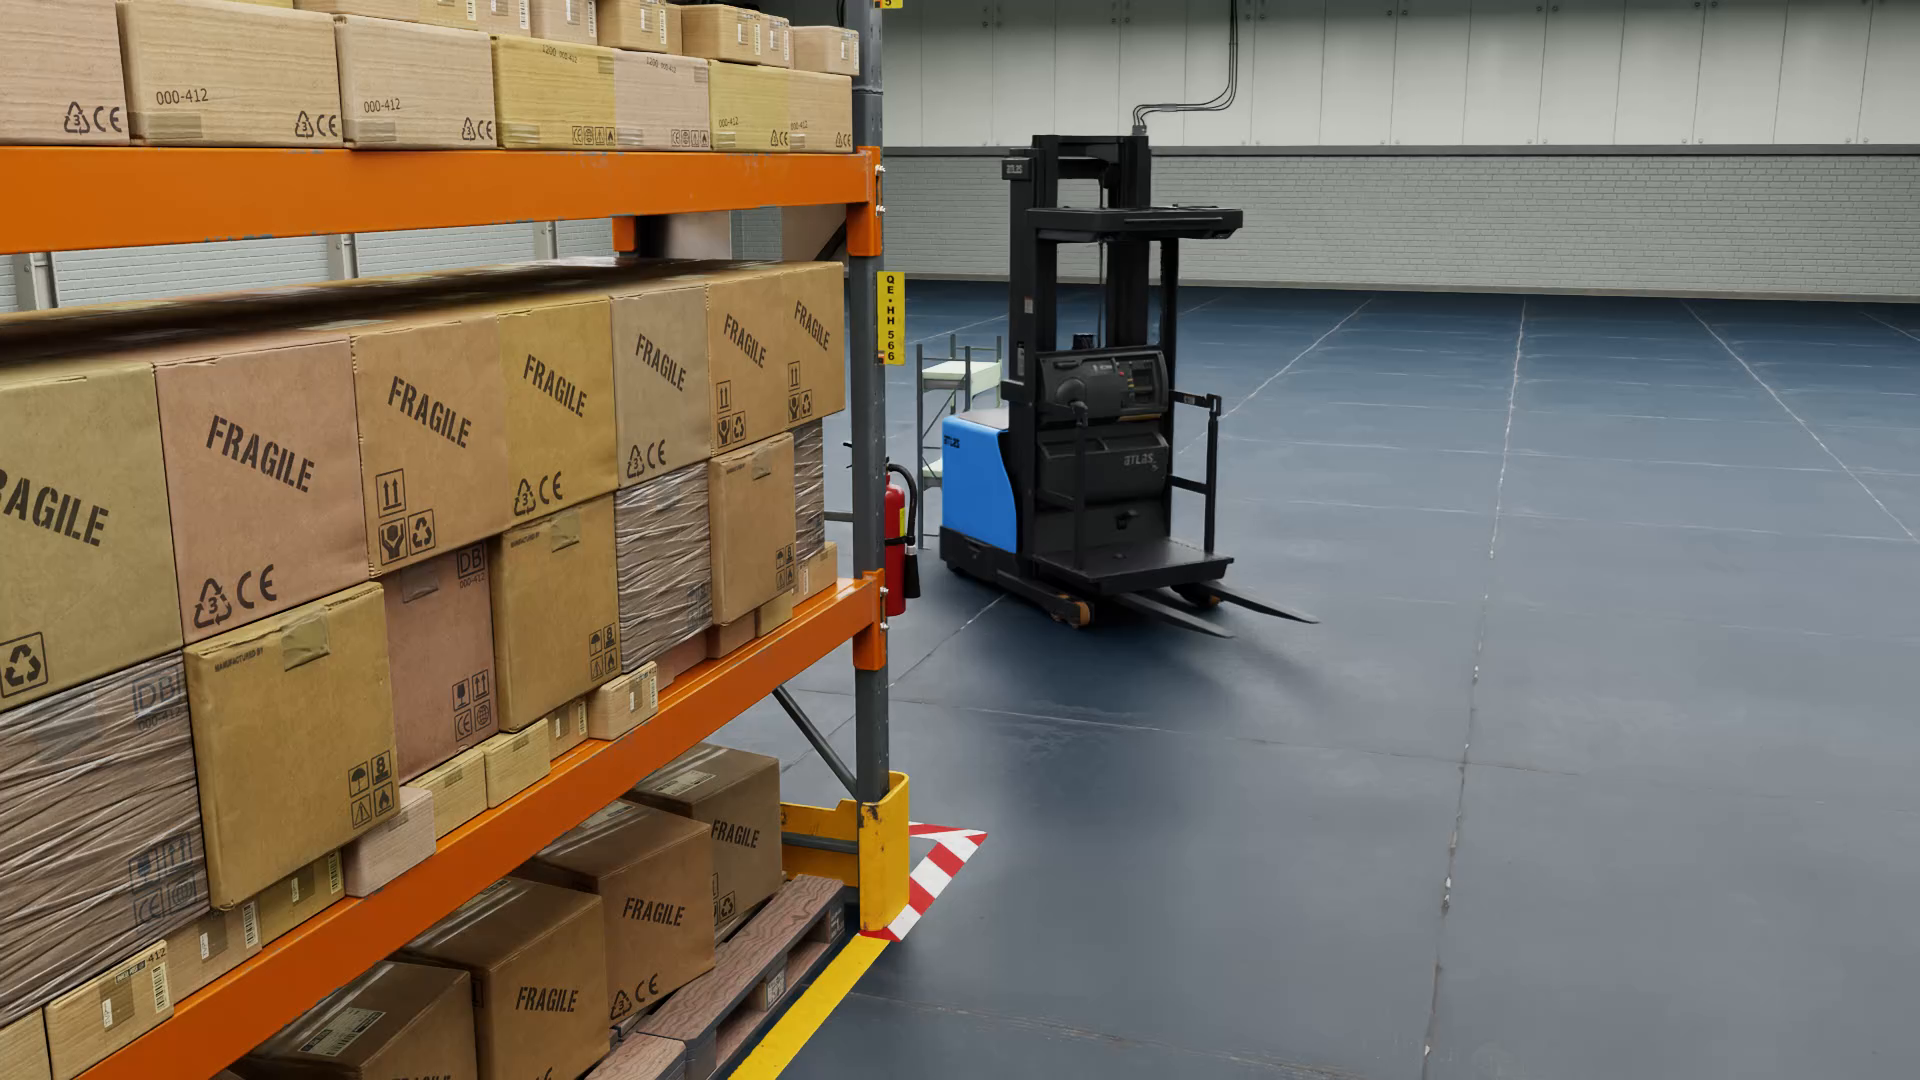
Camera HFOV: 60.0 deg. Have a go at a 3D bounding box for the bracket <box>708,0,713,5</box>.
[{"bbox_3d":[-5.737,-12.152,37.417,0.235,0.232,0.430,4,14,18],"label":"bracket"}]

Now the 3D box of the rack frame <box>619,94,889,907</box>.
[{"bbox_3d":[-0.761,-0.106,6.210,1.000,3.000,0.127,4,14,18],"label":"rack frame"}]

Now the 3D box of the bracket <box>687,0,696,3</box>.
[{"bbox_3d":[-6.006,-11.977,36.652,0.235,0.232,0.430,4,14,18],"label":"bracket"}]

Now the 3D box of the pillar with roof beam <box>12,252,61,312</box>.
[{"bbox_3d":[-7.958,-6.235,19.584,9.100,9.000,0.400,4,14,18],"label":"pillar with roof beam"}]

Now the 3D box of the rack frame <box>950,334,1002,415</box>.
[{"bbox_3d":[0.121,-0.810,12.665,0.400,1.500,0.023,4,14,18],"label":"rack frame"}]

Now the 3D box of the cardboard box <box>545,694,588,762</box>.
[{"bbox_3d":[-1.190,0.463,4.284,0.380,0.149,0.250,4,14,18],"label":"cardboard box"}]

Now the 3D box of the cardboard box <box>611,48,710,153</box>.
[{"bbox_3d":[-1.009,-1.162,4.436,0.500,0.250,0.500,5,14,20],"label":"cardboard box"}]

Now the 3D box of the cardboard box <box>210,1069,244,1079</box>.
[{"bbox_3d":[-1.710,1.548,3.638,0.500,0.500,0.500,10,16,36],"label":"cardboard box"}]

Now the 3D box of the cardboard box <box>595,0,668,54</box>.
[{"bbox_3d":[-0.983,-1.335,4.296,0.380,0.149,0.250,4,13,16],"label":"cardboard box"}]

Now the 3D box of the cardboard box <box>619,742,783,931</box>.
[{"bbox_3d":[-0.979,1.039,5.870,0.500,0.500,0.500,7,15,29],"label":"cardboard box"}]

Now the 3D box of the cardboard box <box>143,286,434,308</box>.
[{"bbox_3d":[-1.682,-0.375,4.249,0.500,0.500,0.500,4,14,18],"label":"cardboard box"}]

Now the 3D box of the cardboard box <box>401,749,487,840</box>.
[{"bbox_3d":[-1.320,0.570,3.812,0.380,0.149,0.250,4,14,18],"label":"cardboard box"}]

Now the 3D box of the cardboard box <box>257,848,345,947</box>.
[{"bbox_3d":[-1.481,0.676,3.351,0.380,0.149,0.250,4,14,18],"label":"cardboard box"}]

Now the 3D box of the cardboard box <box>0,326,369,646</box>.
[{"bbox_3d":[-1.509,-0.126,3.161,0.500,0.500,0.500,4,14,18],"label":"cardboard box"}]

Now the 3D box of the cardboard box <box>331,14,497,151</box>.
[{"bbox_3d":[-1.330,-0.945,3.482,0.500,0.250,0.500,4,13,16],"label":"cardboard box"}]

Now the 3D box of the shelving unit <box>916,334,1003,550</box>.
[{"bbox_3d":[0.002,-0.733,12.327,0.431,1.500,0.755,4,14,18],"label":"shelving unit"}]

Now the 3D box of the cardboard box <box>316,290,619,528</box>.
[{"bbox_3d":[-1.195,-0.338,4.087,0.500,0.500,0.500,4,14,18],"label":"cardboard box"}]

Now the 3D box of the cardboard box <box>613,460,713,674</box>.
[{"bbox_3d":[-1.216,0.031,4.720,0.875,0.500,0.500,4,14,18],"label":"cardboard box"}]

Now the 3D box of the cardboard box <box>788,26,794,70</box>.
[{"bbox_3d":[-0.751,-1.562,5.291,0.380,0.149,0.250,4,13,17],"label":"cardboard box"}]

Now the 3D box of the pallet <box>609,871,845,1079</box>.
[{"bbox_3d":[-1.082,1.438,5.712,1.003,0.211,1.213,4,14,18],"label":"pallet"}]

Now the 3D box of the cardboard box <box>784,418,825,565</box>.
[{"bbox_3d":[-0.965,-0.186,5.667,0.875,0.500,0.500,4,14,18],"label":"cardboard box"}]

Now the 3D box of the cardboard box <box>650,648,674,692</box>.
[{"bbox_3d":[-1.047,0.356,4.751,0.380,0.149,0.250,4,14,18],"label":"cardboard box"}]

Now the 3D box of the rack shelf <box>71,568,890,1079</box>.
[{"bbox_3d":[-1.408,0.666,4.445,1.077,0.370,4.000,4,14,18],"label":"rack shelf"}]

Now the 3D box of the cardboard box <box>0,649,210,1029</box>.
[{"bbox_3d":[-1.851,0.453,2.871,0.875,0.500,0.500,4,14,18],"label":"cardboard box"}]

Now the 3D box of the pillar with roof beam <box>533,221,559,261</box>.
[{"bbox_3d":[-4.075,-8.762,30.654,9.100,9.000,0.400,4,14,18],"label":"pillar with roof beam"}]

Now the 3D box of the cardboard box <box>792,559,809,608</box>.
[{"bbox_3d":[-0.739,0.144,5.679,0.380,0.149,0.250,4,14,18],"label":"cardboard box"}]

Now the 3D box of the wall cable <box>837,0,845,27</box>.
[{"bbox_3d":[-1.443,-11.614,38.778,3.097,2.526,0.112,4,14,18],"label":"wall cable"}]

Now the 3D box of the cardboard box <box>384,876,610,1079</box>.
[{"bbox_3d":[-1.360,1.297,4.737,0.500,0.500,0.500,6,14,24],"label":"cardboard box"}]

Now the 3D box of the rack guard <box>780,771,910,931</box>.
[{"bbox_3d":[-0.785,1.129,6.418,1.175,0.500,0.348,4,14,18],"label":"rack guard"}]

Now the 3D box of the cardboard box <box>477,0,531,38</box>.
[{"bbox_3d":[-1.221,-1.227,3.824,0.380,0.149,0.250,5,14,20],"label":"cardboard box"}]

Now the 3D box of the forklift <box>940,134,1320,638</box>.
[{"bbox_3d":[1.020,-1.006,10.310,1.130,2.935,3.031,-7,15,-29],"label":"forklift"}]

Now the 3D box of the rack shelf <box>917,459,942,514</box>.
[{"bbox_3d":[0.002,-0.415,12.400,0.431,0.370,0.720,4,14,18],"label":"rack shelf"}]

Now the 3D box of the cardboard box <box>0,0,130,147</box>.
[{"bbox_3d":[-1.667,-0.729,2.537,0.500,0.250,0.500,4,13,16],"label":"cardboard box"}]

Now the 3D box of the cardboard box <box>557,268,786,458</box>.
[{"bbox_3d":[-0.861,-0.548,5.006,0.500,0.500,0.500,4,14,18],"label":"cardboard box"}]

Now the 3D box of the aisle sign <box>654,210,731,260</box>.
[{"bbox_3d":[-1.025,-1.408,6.072,0.394,0.787,0.004,4,14,18],"label":"aisle sign"}]

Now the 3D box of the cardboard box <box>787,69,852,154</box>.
[{"bbox_3d":[-0.676,-1.375,5.368,0.500,0.250,0.500,5,14,20],"label":"cardboard box"}]

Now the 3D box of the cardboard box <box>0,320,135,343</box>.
[{"bbox_3d":[-2.009,-0.165,3.328,0.500,0.500,0.500,4,14,18],"label":"cardboard box"}]

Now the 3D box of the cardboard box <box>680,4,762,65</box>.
[{"bbox_3d":[-0.794,-1.442,4.765,0.380,0.149,0.250,4,14,19],"label":"cardboard box"}]

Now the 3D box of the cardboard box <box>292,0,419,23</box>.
[{"bbox_3d":[-1.321,-1.114,3.330,0.380,0.149,0.250,4,13,17],"label":"cardboard box"}]

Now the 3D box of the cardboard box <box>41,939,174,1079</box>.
[{"bbox_3d":[-1.608,0.784,2.878,0.380,0.149,0.250,4,14,18],"label":"cardboard box"}]

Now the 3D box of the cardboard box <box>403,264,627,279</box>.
[{"bbox_3d":[-1.365,-0.586,5.174,0.500,0.500,0.500,4,14,18],"label":"cardboard box"}]

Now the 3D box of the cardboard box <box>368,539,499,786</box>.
[{"bbox_3d":[-1.589,0.237,3.814,0.875,0.500,0.500,4,14,18],"label":"cardboard box"}]

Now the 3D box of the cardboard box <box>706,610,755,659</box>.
[{"bbox_3d":[-0.867,0.252,5.207,0.380,0.149,0.250,4,14,18],"label":"cardboard box"}]

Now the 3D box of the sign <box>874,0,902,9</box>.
[{"bbox_3d":[-0.242,-1.956,5.584,0.100,0.325,0.005,4,14,18],"label":"sign"}]
